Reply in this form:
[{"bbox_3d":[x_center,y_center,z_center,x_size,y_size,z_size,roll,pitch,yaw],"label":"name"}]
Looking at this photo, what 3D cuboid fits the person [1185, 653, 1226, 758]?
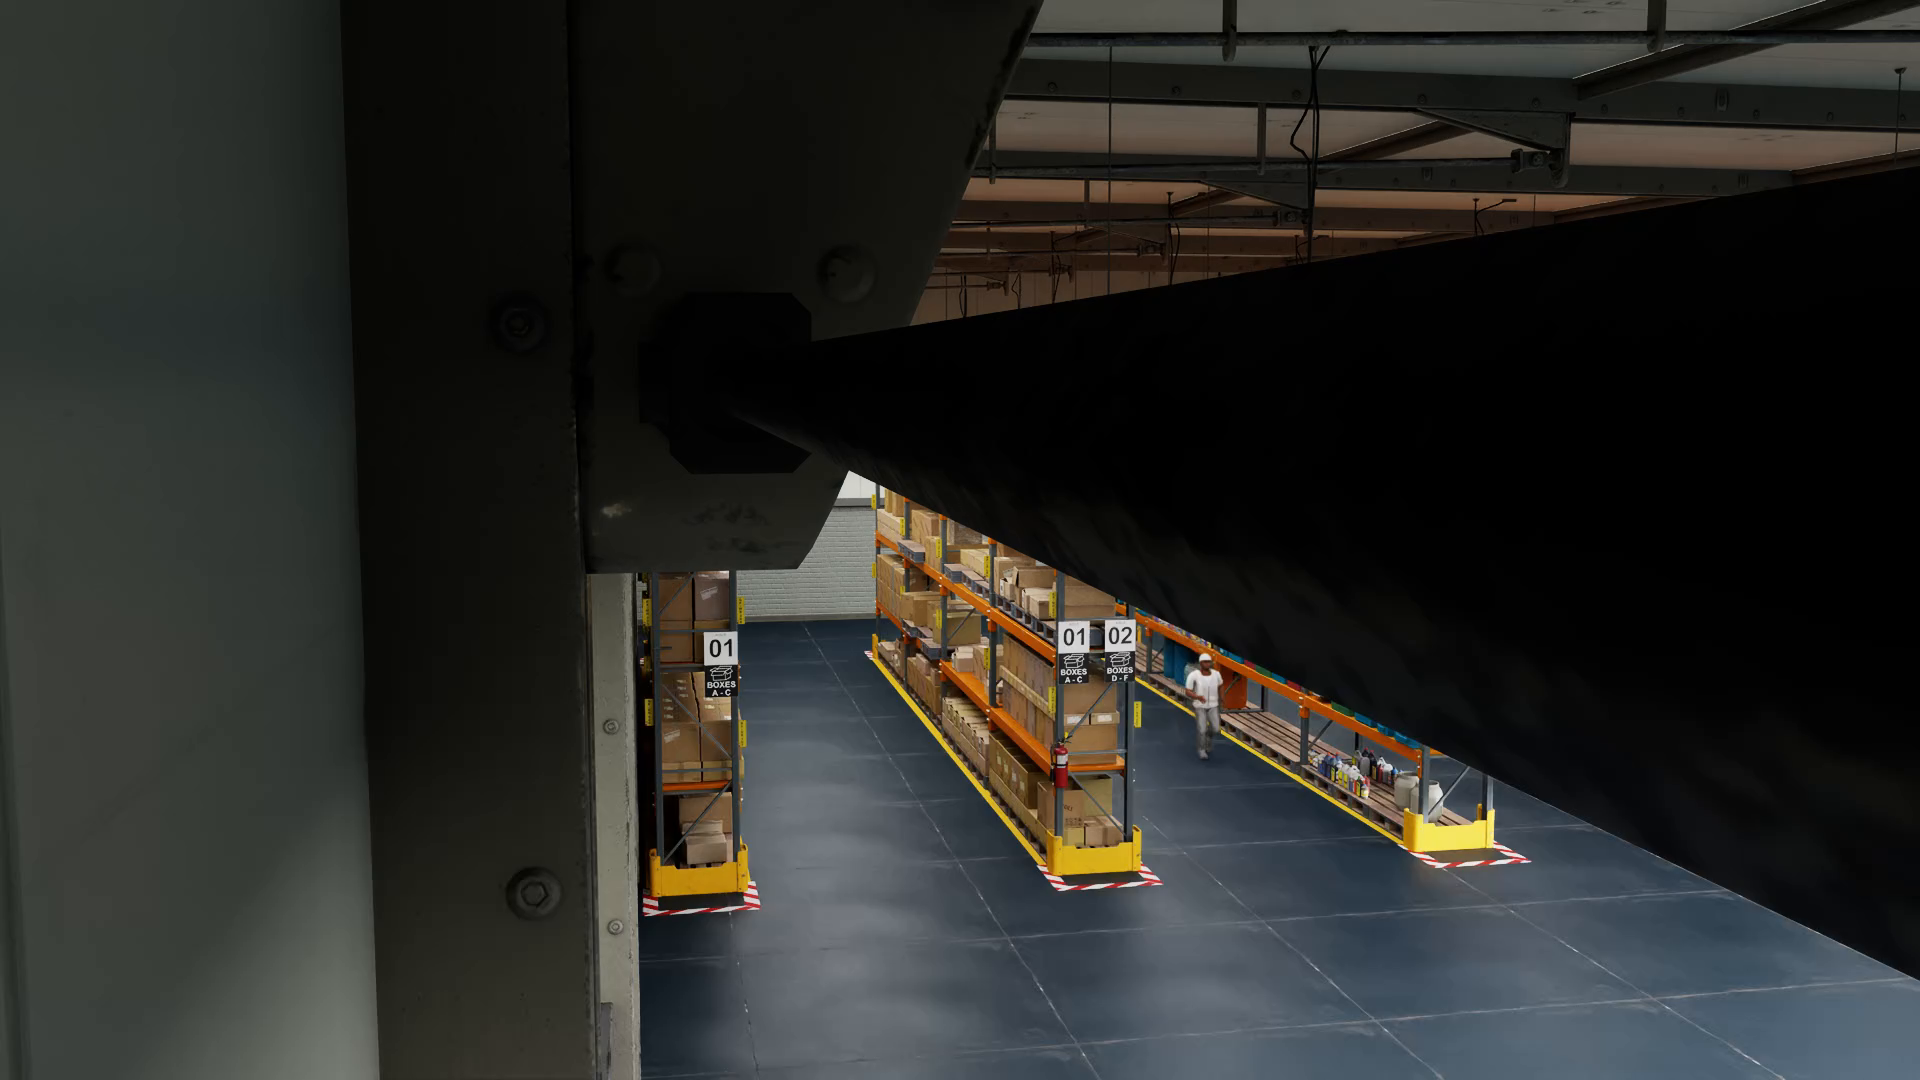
[{"bbox_3d":[4.001,2.699,26.951,0.691,1.724,0.586,-1,6,-8],"label":"person"}]
